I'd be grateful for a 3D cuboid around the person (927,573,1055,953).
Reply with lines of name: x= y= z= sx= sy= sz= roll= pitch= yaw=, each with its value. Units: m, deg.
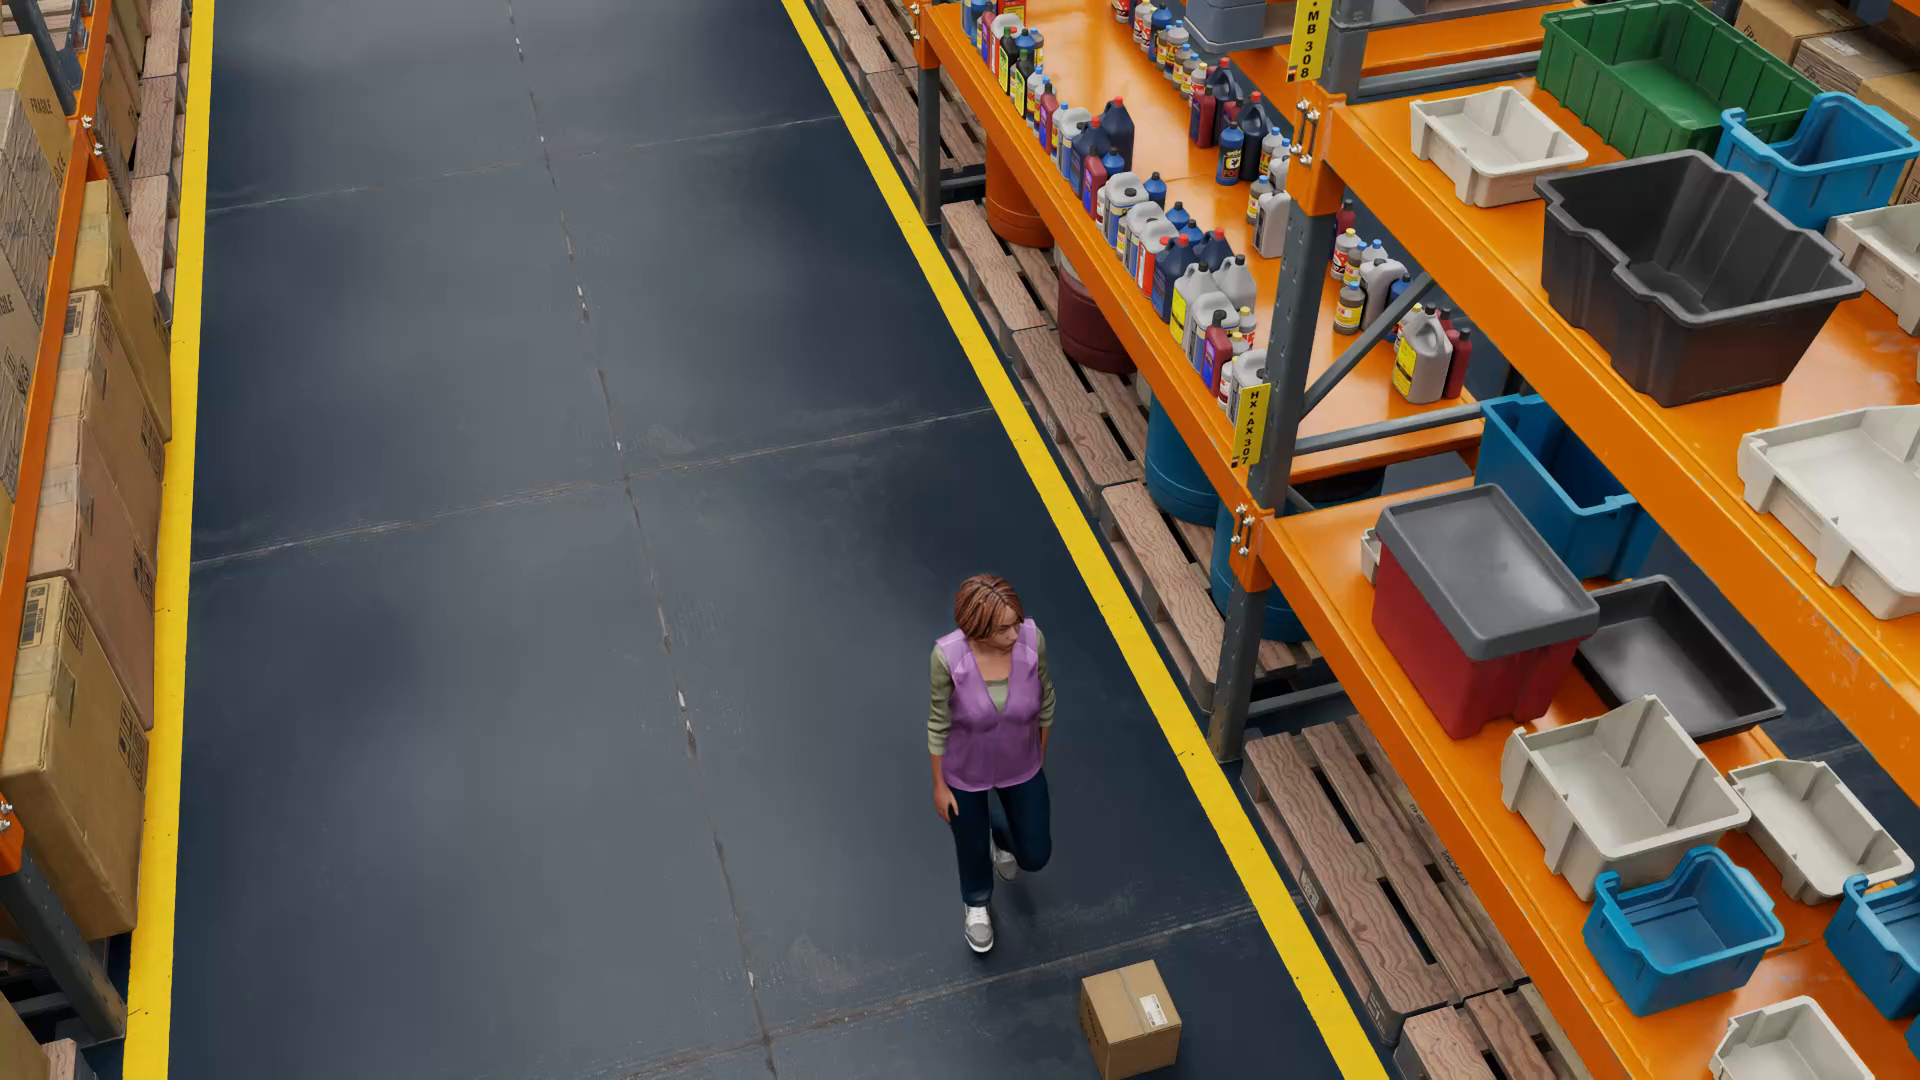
person: x=0.103 y=0.712 z=5.372 sx=0.424 sy=1.591 sz=0.447 roll=-6 pitch=43 yaw=-7
